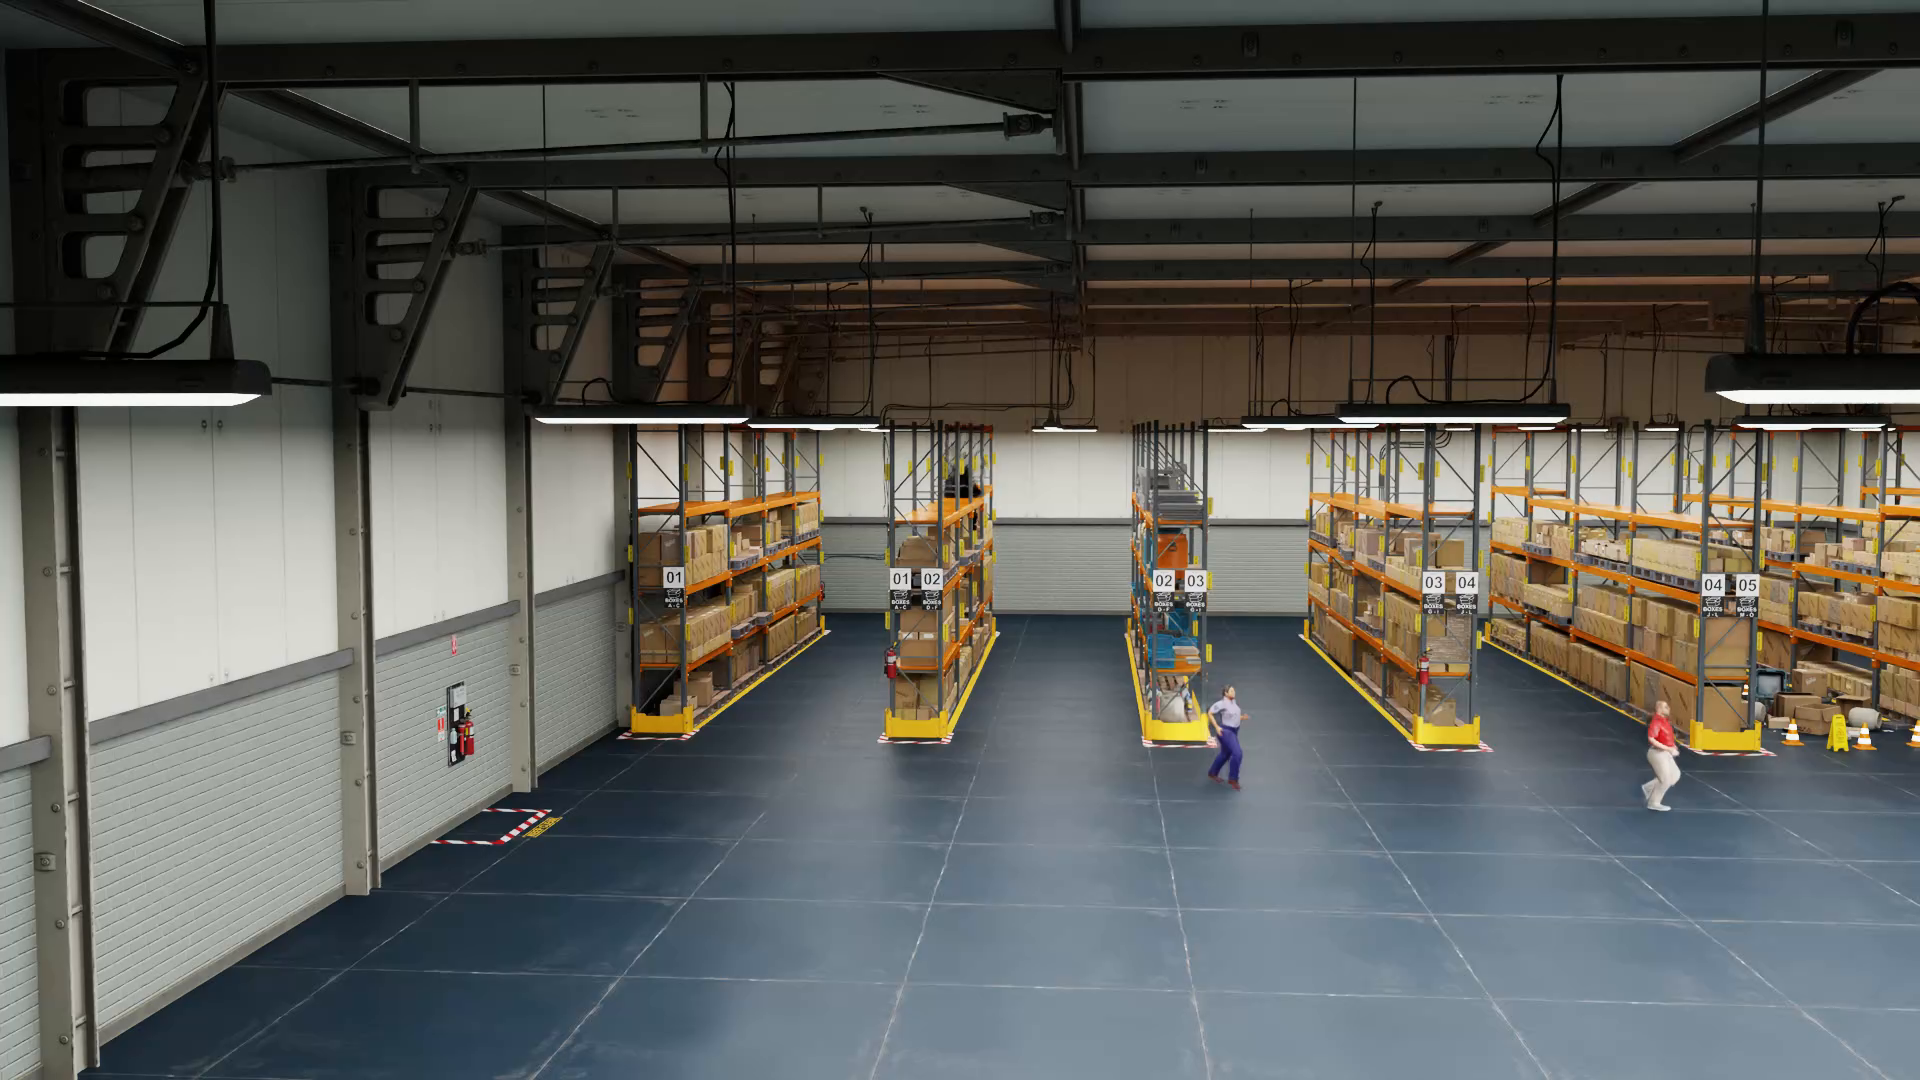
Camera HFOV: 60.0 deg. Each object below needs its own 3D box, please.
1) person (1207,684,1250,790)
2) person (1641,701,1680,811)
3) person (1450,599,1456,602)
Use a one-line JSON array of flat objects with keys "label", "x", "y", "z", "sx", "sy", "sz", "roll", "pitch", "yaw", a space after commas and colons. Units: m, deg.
[{"label": "person", "x": 4.351, "y": 3.199, "z": 27.002, "sx": 0.735, "sy": 1.714, "sz": 0.577, "roll": 2, "pitch": 4, "yaw": 29}, {"label": "person", "x": 10.666, "y": 3.278, "z": 25.293, "sx": 0.596, "sy": 1.677, "sz": 0.640, "roll": 3, "pitch": 4, "yaw": 35}, {"label": "person", "x": 13.343, "y": 2.009, "z": 45.804, "sx": 0.740, "sy": 1.635, "sz": 0.547, "roll": 2, "pitch": 4, "yaw": 33}]
